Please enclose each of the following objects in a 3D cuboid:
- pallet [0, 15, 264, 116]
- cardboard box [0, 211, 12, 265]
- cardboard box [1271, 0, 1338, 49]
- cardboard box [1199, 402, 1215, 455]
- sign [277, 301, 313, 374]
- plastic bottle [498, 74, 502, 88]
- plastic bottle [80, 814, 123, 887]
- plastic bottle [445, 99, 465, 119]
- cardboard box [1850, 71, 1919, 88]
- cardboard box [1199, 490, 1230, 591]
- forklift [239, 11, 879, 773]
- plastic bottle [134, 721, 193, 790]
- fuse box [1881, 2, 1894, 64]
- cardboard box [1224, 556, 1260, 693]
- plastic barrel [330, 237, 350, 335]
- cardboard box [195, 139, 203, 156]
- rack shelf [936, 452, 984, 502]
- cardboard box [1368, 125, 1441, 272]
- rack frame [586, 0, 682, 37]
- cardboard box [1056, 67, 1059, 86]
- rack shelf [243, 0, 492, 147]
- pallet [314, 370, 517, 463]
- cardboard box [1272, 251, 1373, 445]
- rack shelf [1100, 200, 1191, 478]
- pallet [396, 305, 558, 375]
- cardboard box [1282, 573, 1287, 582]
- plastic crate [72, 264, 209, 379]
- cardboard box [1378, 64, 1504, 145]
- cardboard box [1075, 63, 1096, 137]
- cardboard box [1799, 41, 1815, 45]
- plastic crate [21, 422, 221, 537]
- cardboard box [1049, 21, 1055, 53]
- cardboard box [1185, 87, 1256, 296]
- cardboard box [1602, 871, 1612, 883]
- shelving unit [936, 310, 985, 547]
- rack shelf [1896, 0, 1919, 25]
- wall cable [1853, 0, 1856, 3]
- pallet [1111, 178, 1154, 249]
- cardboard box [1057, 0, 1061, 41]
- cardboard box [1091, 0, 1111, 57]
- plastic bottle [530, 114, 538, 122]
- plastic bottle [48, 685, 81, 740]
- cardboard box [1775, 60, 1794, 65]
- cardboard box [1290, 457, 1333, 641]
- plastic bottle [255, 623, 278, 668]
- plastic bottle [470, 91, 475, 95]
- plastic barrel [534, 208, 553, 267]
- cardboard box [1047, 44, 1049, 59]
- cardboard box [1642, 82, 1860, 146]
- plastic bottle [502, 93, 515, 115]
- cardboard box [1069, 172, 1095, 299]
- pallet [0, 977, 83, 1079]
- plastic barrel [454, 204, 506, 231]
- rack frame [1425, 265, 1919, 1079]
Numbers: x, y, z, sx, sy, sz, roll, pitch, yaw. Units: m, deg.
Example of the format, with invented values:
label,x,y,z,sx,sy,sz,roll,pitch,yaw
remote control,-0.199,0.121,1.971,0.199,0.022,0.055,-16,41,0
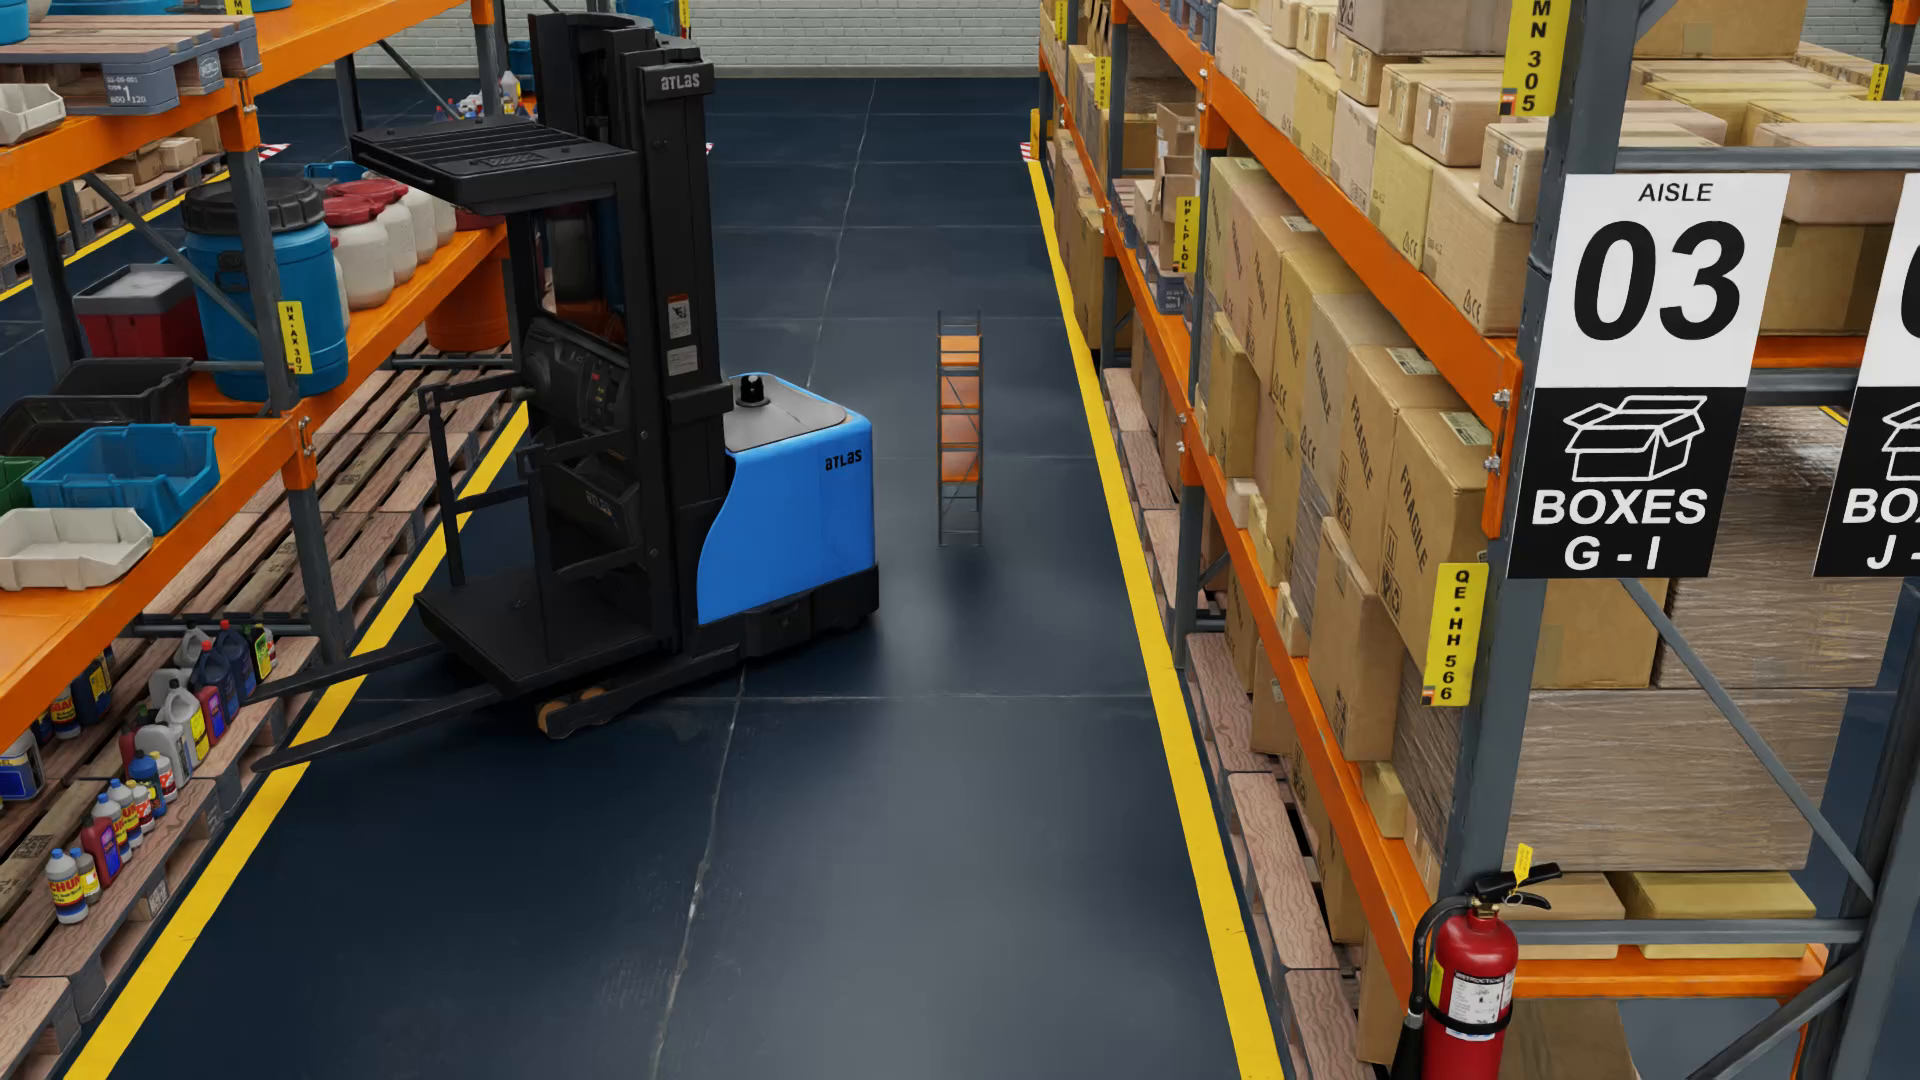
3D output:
label,x,y,z,sx,sy,sz,roll,pitch,yaw
pallet,-3.328,-1.737,6.039,1.213,0.211,1.003,0,24,-1
cardboard box,-8.180,-2.478,13.588,0.500,0.500,0.500,0,24,0
cardboard box,1.228,-1.688,5.400,0.380,0.149,0.250,-1,24,-2
cardboard box,1.210,-0.468,6.949,0.380,0.149,0.250,0,24,-1
sign,-2.884,-0.877,7.213,0.100,0.325,0.005,0,24,-1
plastic bottle,-3.944,-3.843,14.250,0.061,0.283,0.133,0,24,-1
plastic bottle,-3.083,1.091,5.961,0.061,0.283,0.133,0,24,0
plastic bottle,-3.885,-3.211,12.771,0.144,0.351,0.185,0,24,-1
cardboard box,6.618,-3.264,11.901,0.380,0.149,0.250,-1,24,-3
cardboard box,1.533,-0.090,8.308,0.700,0.500,0.500,-2,24,-5
forklift,-1.866,-0.705,7.252,3.031,2.935,1.130,-19,30,-35
plastic bottle,-3.135,0.831,6.545,0.152,0.276,0.135,0,24,0
fuse box,13.314,-7.450,23.647,0.539,1.711,0.414,0,24,-1
cardboard box,1.483,0.337,7.388,0.500,0.500,0.500,-1,24,-2
plastic barrel,-3.225,-1.210,8.121,0.433,0.535,0.433,0,24,0
cardboard box,-8.351,-4.196,17.793,0.380,0.166,0.250,0,24,-1
rack shelf,-0.002,-0.373,9.263,0.258,0.148,0.480,0,24,-1
cardboard box,1.295,-0.829,3.984,0.500,0.250,0.500,0,24,0
rack frame,-3.565,-5.698,18.208,1.000,3.000,0.127,0,24,-1
cardboard box,1.095,-4.293,15.408,0.380,0.149,0.250,-1,24,-1
rack shelf,-3.456,-2.616,8.627,1.077,0.370,4.000,0,24,-1
pallet,-3.508,-0.811,10.788,1.003,0.211,1.213,0,24,-1
cardboard box,1.298,-0.607,5.257,0.500,0.500,0.500,0,24,-1
rack shelf,1.497,-1.272,9.295,1.077,0.370,4.000,0,24,-1
pallet,-3.528,-1.455,12.212,1.003,0.211,1.213,0,24,-1
cardboard box,1.298,0.150,5.583,0.380,0.149,0.250,0,24,-1
plastic crate,-3.745,-0.980,7.700,0.402,0.464,0.583,0,24,-1
cardboard box,1.223,-1.043,3.975,0.380,0.149,0.250,0,24,0
cardboard box,1.198,-3.513,13.257,0.500,0.500,0.500,-1,24,-2
cardboard box,6.599,-3.911,13.330,0.380,0.149,0.250,0,24,-1
plastic crate,-3.150,-0.231,6.300,0.499,0.251,0.616,0,24,-1
cardboard box,1.148,-4.952,16.380,0.500,0.250,0.500,-1,24,-2
cardboard box,1.650,-1.568,7.839,1.000,1.000,1.000,0,24,0
cardboard box,1.814,0.766,4.222,0.380,0.149,0.250,0,24,-1
shelving unit,-0.002,-0.615,9.154,0.258,1.200,0.503,0,24,-1
rack shelf,6.458,-2.619,8.634,1.077,0.370,4.000,0,24,-1
wall cable,12.630,-8.562,23.308,0.588,1.984,0.122,0,24,-1
pallet,1.589,-2.043,10.360,1.213,0.211,1.003,0,24,-1
cardboard box,1.158,-4.875,15.301,0.500,0.500,0.500,0,24,0
cardboard box,1.443,-4.028,13.178,0.797,0.503,0.637,0,24,0
plastic bottle,-3.174,-3.096,12.606,0.152,0.276,0.135,0,24,-1
plastic bottle,-3.718,0.683,6.876,0.097,0.271,0.097,0,24,0
cardboard box,5.960,-3.485,12.389,0.380,0.149,0.250,1,24,2
cardboard box,1.496,0.053,5.010,0.875,0.500,0.500,0,24,-1
plastic bottle,-3.118,0.470,7.434,0.097,0.201,0.097,0,24,0
plastic bottle,-3.934,-3.477,13.440,0.061,0.283,0.133,0,24,-1
plastic barrel,-3.525,-2.769,13.769,0.600,0.901,0.708,0,24,-1
cardboard box,1.078,-4.928,16.811,0.380,0.149,0.250,-1,24,-1
cardboard box,1.758,-0.932,3.730,0.380,0.149,0.250,-1,24,-2
plastic bottle,-3.769,-3.624,13.864,0.097,0.201,0.097,0,24,0
cardboard box,1.486,-2.299,12.761,1.225,0.875,0.875,0,24,0
pallet,-3.442,1.800,5.014,1.003,0.211,1.213,0,24,-1
plastic barrel,-3.170,-2.273,10.472,0.600,0.536,0.708,0,24,-1
rack frame,1.562,0.873,3.680,1.000,3.000,0.127,0,24,-1
